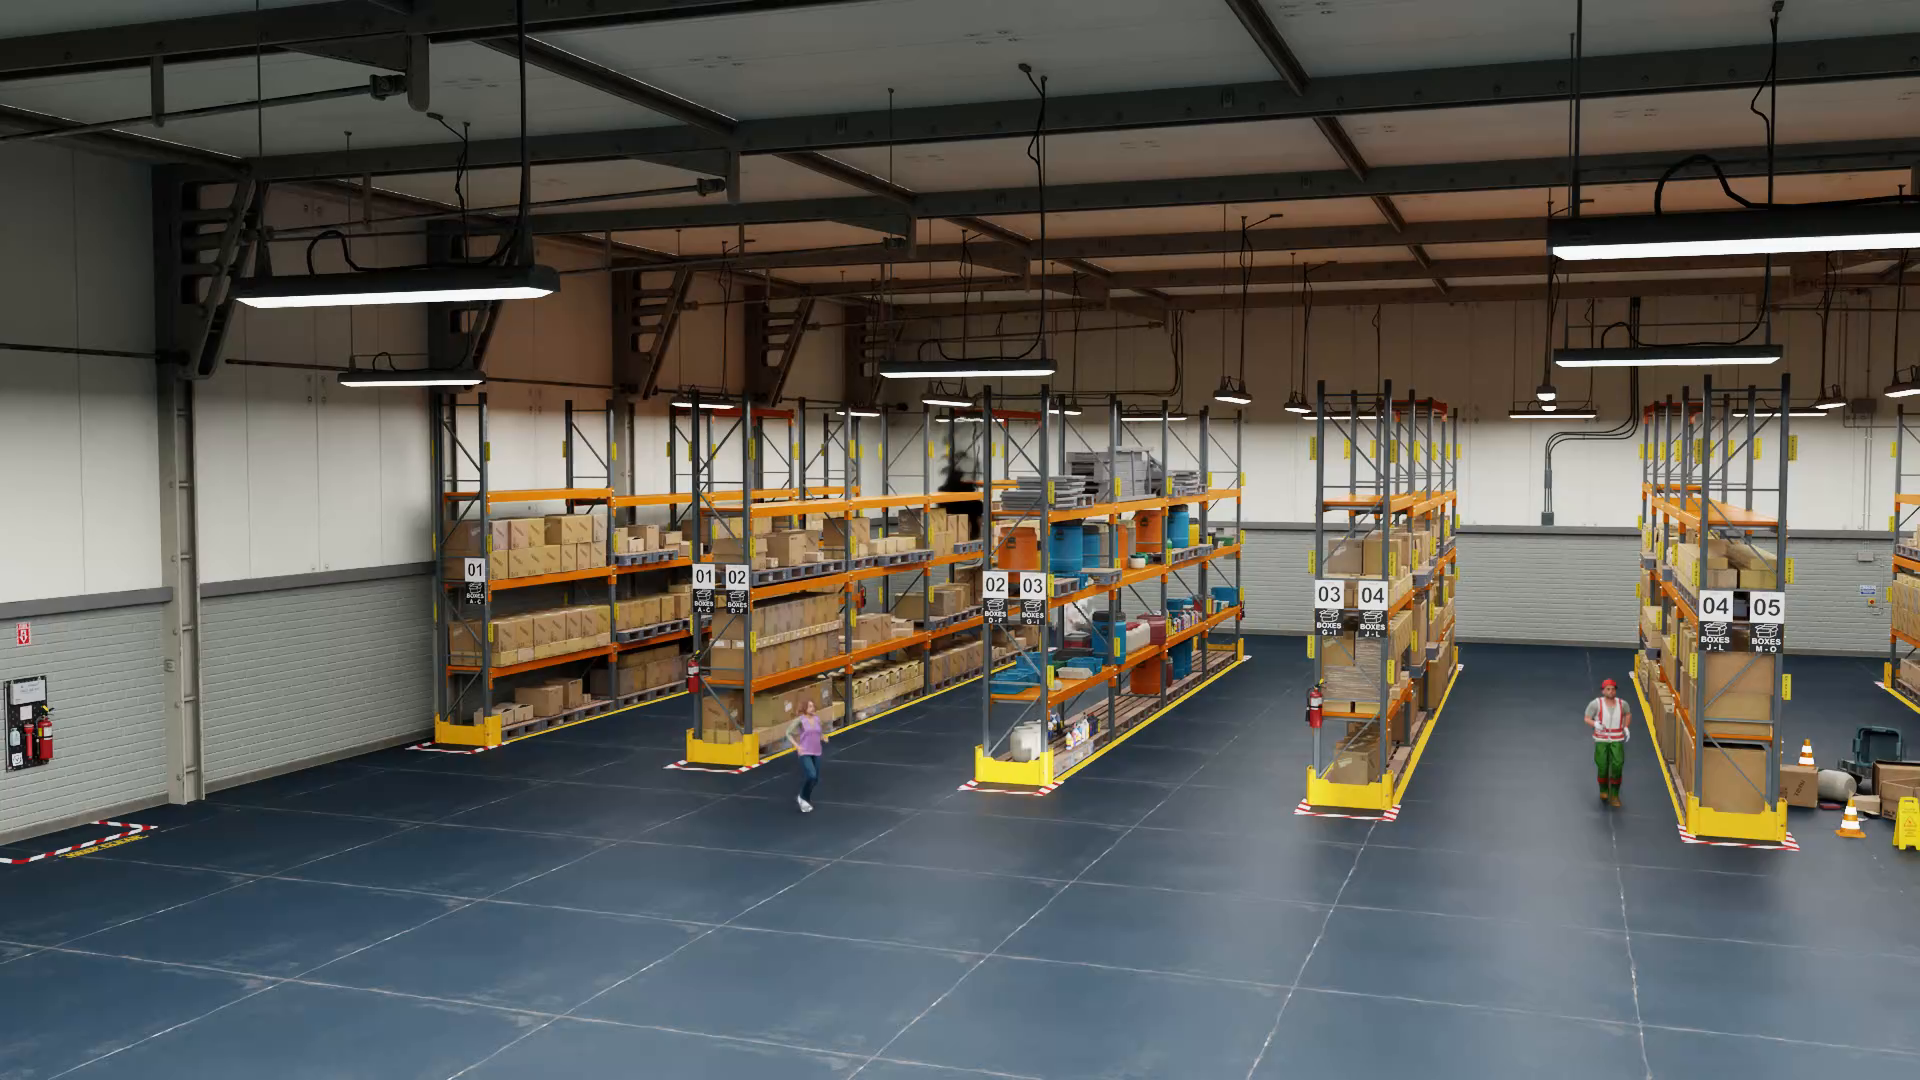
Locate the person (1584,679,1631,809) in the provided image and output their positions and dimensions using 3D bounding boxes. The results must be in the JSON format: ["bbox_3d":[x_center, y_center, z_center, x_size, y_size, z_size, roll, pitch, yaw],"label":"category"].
[{"bbox_3d":[9.143,2.871,23.475,0.635,1.825,0.741,1,3,17],"label":"person"}]

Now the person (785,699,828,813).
[{"bbox_3d":[-2.067,2.981,22.962,0.522,1.569,0.592,-3,4,-41],"label":"person"}]

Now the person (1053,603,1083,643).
[{"bbox_3d":[2.435,2.101,37.706,0.710,1.756,0.954,1,3,13],"label":"person"}]

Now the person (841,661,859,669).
[{"bbox_3d":[-2.297,2.293,35.175,0.663,1.676,0.600,1,3,11],"label":"person"}]
